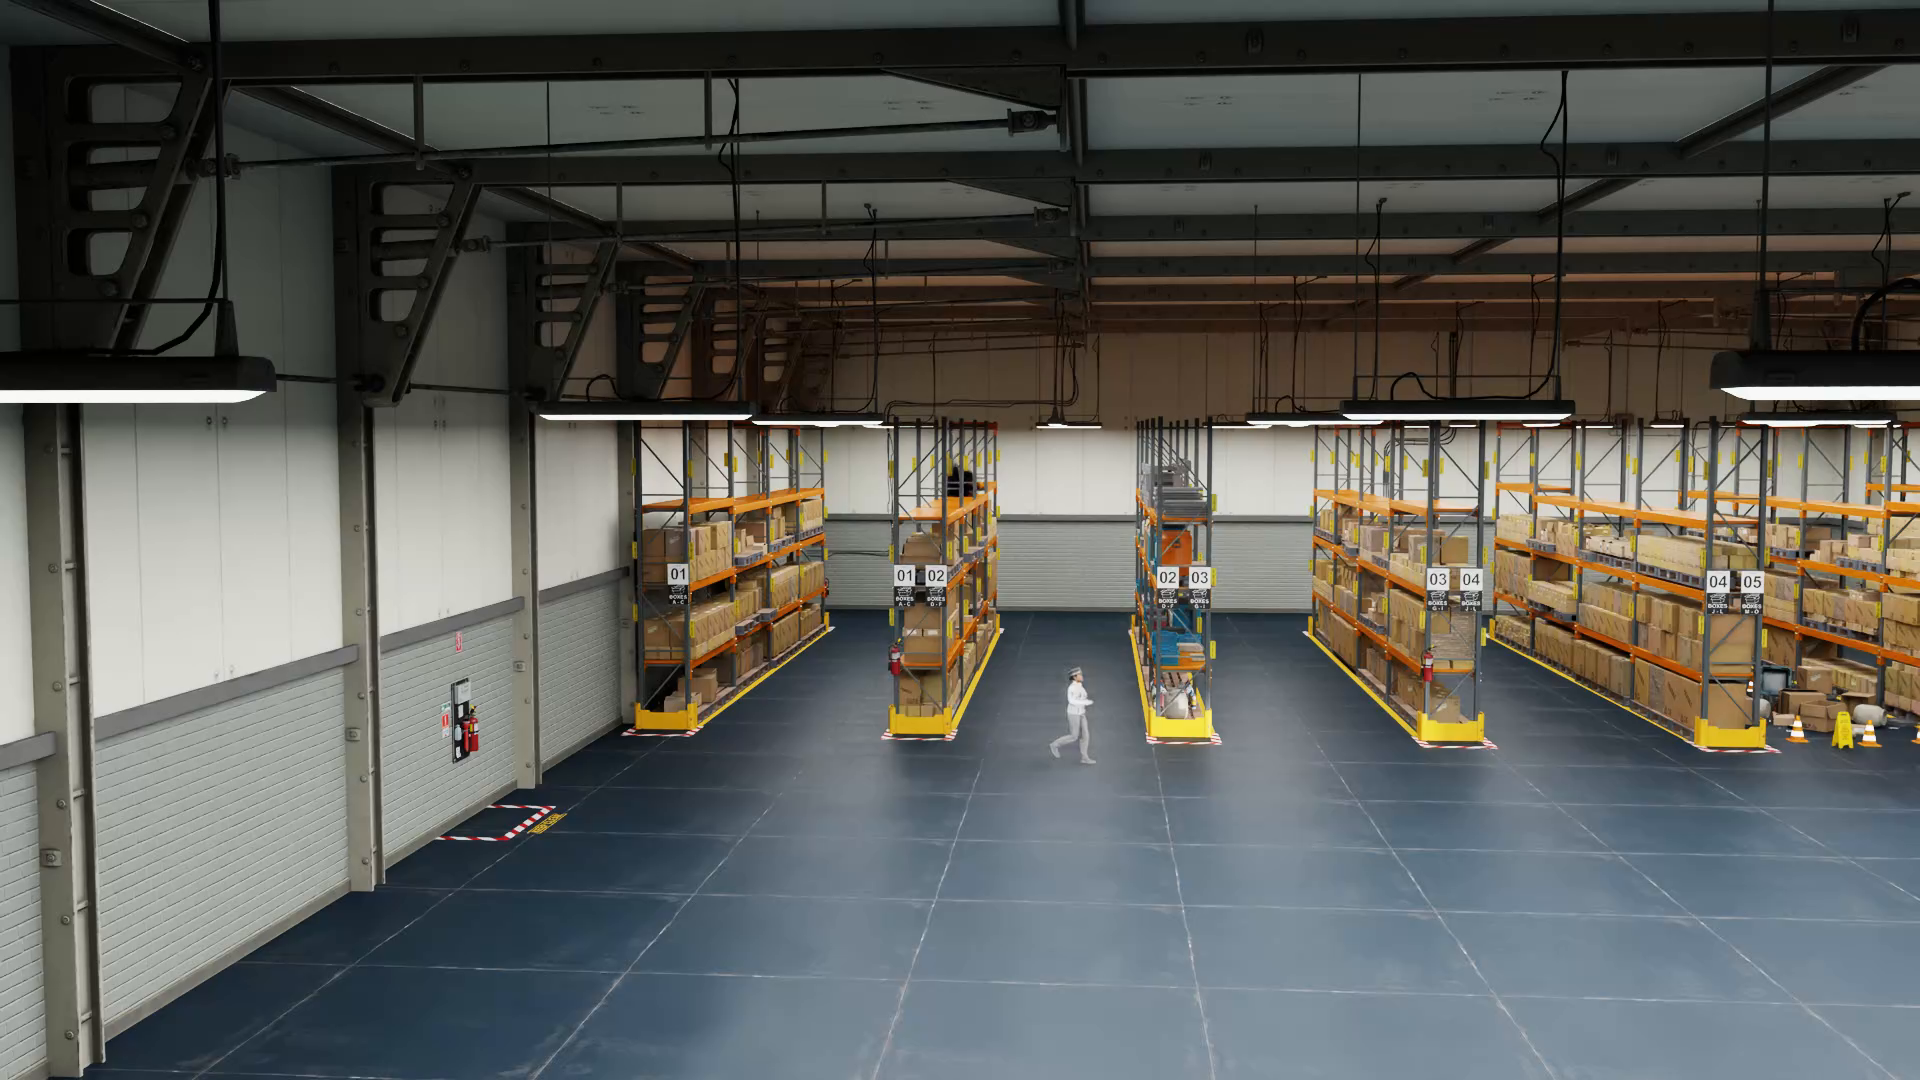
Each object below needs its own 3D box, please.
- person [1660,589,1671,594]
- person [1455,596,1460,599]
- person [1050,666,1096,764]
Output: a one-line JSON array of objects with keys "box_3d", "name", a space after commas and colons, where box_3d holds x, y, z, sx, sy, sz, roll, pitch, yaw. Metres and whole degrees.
[{"box_3d": [20.040, 1.805, 47.277, 0.940, 1.631, 0.634, 1, 4, 21], "name": "person"}, {"box_3d": [13.378, 1.970, 44.198, 0.698, 1.750, 0.592, 1, 4, 8], "name": "person"}, {"box_3d": [1.958, 3.002, 28.631, 0.823, 1.675, 0.628, 1, 4, 22], "name": "person"}]
